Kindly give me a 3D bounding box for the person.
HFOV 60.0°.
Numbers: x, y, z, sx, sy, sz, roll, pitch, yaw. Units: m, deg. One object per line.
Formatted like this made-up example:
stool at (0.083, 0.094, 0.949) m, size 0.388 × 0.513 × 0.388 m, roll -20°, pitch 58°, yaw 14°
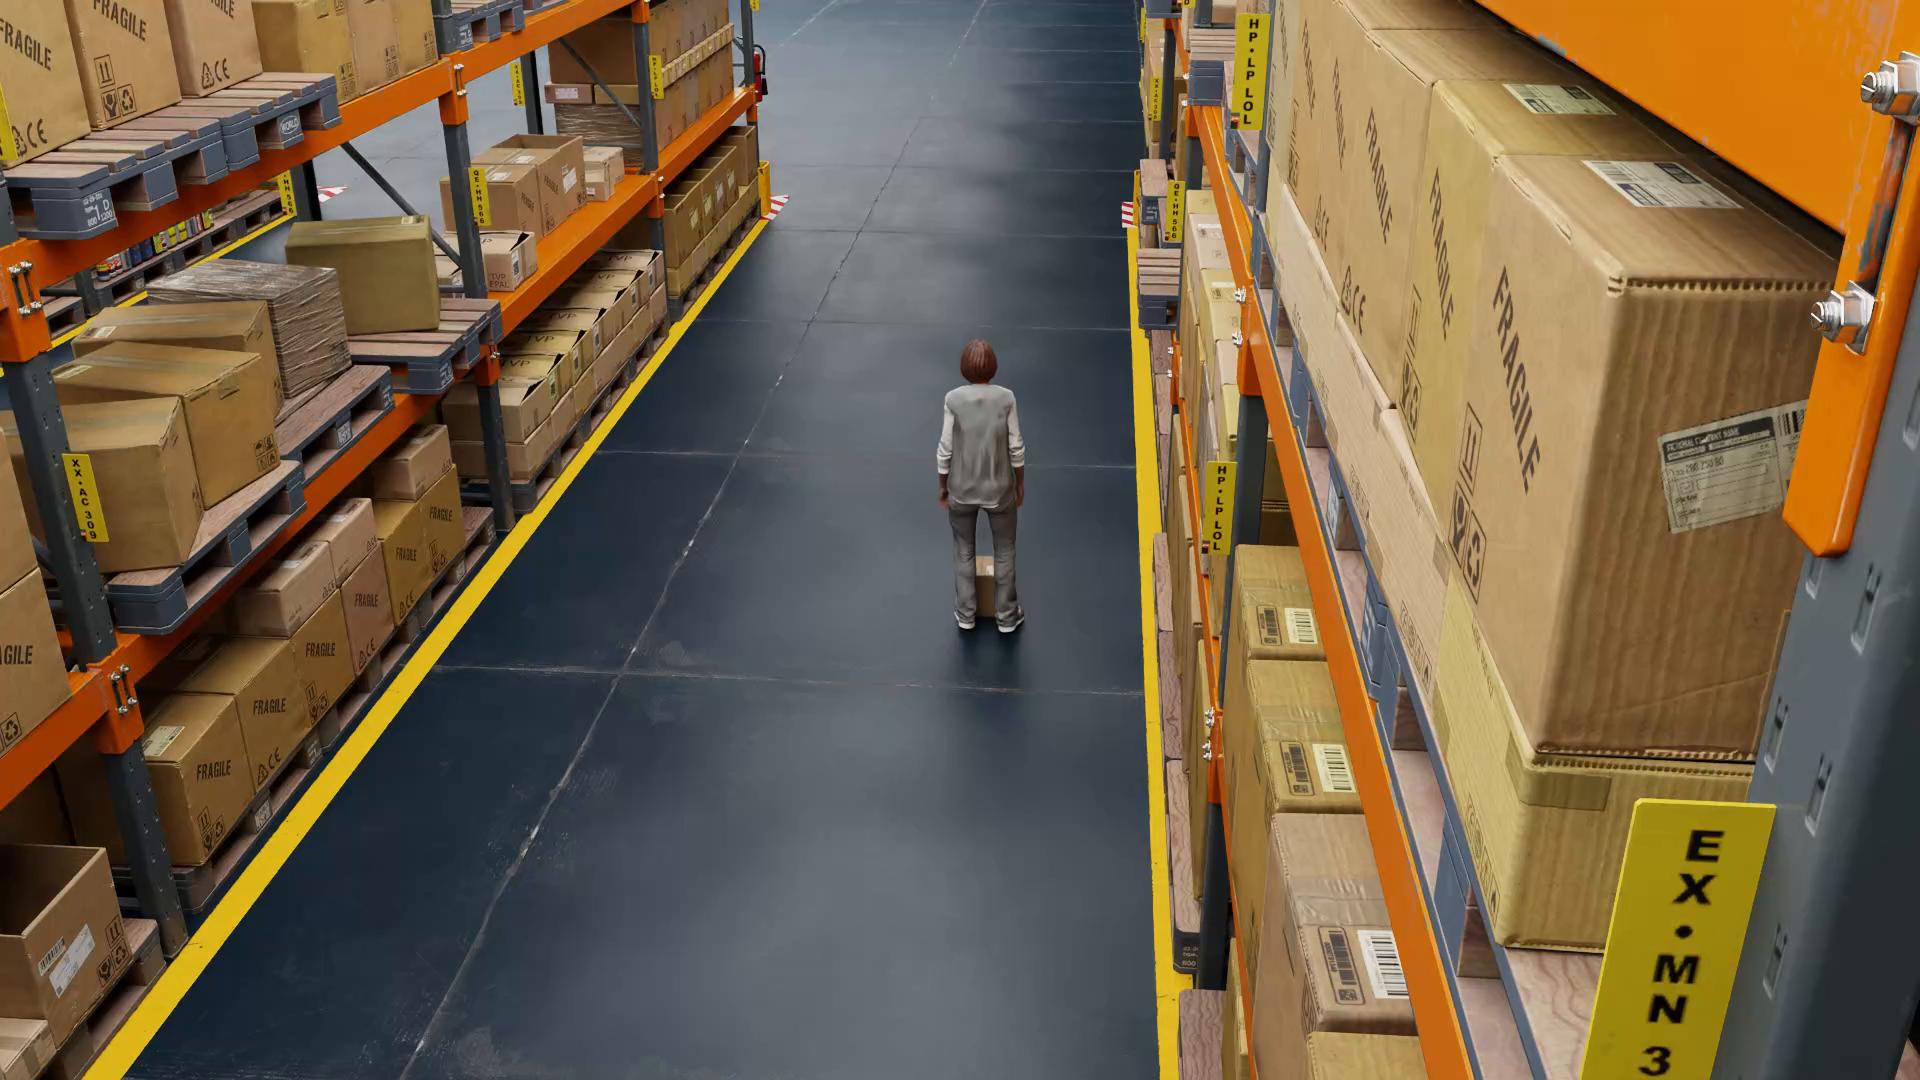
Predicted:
person at (0.114, -0.261, 8.684) m, size 0.468 × 1.590 × 0.376 m, roll 1°, pitch 25°, yaw 2°
